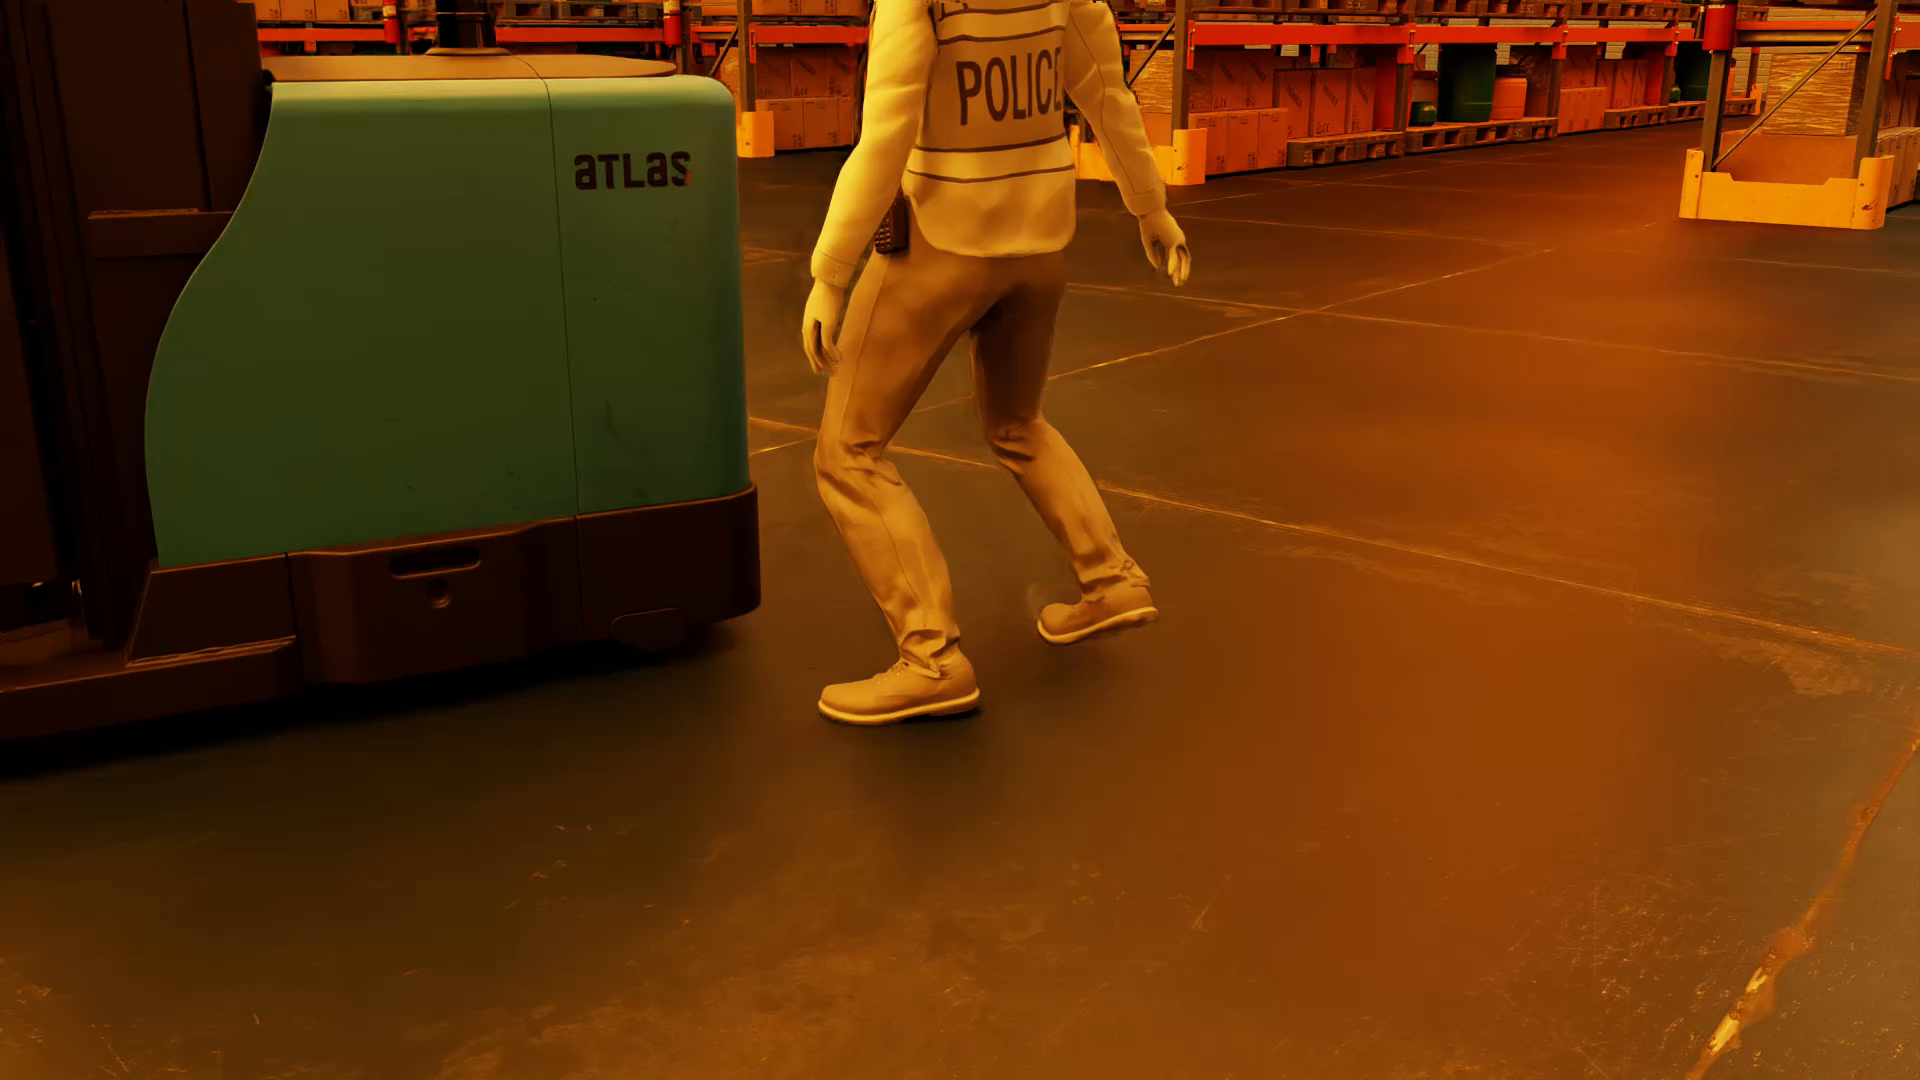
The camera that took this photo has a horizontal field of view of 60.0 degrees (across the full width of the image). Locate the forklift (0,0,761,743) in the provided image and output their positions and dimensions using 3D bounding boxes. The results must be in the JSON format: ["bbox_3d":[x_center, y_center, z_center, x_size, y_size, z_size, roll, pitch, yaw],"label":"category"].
[{"bbox_3d":[-1.943,-1.130,2.619,3.031,2.935,1.130,-8,19,-26],"label":"forklift"}]

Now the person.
[{"bbox_3d":[0.086,-0.513,2.925,0.813,1.592,0.453,-14,22,-38],"label":"person"}]
